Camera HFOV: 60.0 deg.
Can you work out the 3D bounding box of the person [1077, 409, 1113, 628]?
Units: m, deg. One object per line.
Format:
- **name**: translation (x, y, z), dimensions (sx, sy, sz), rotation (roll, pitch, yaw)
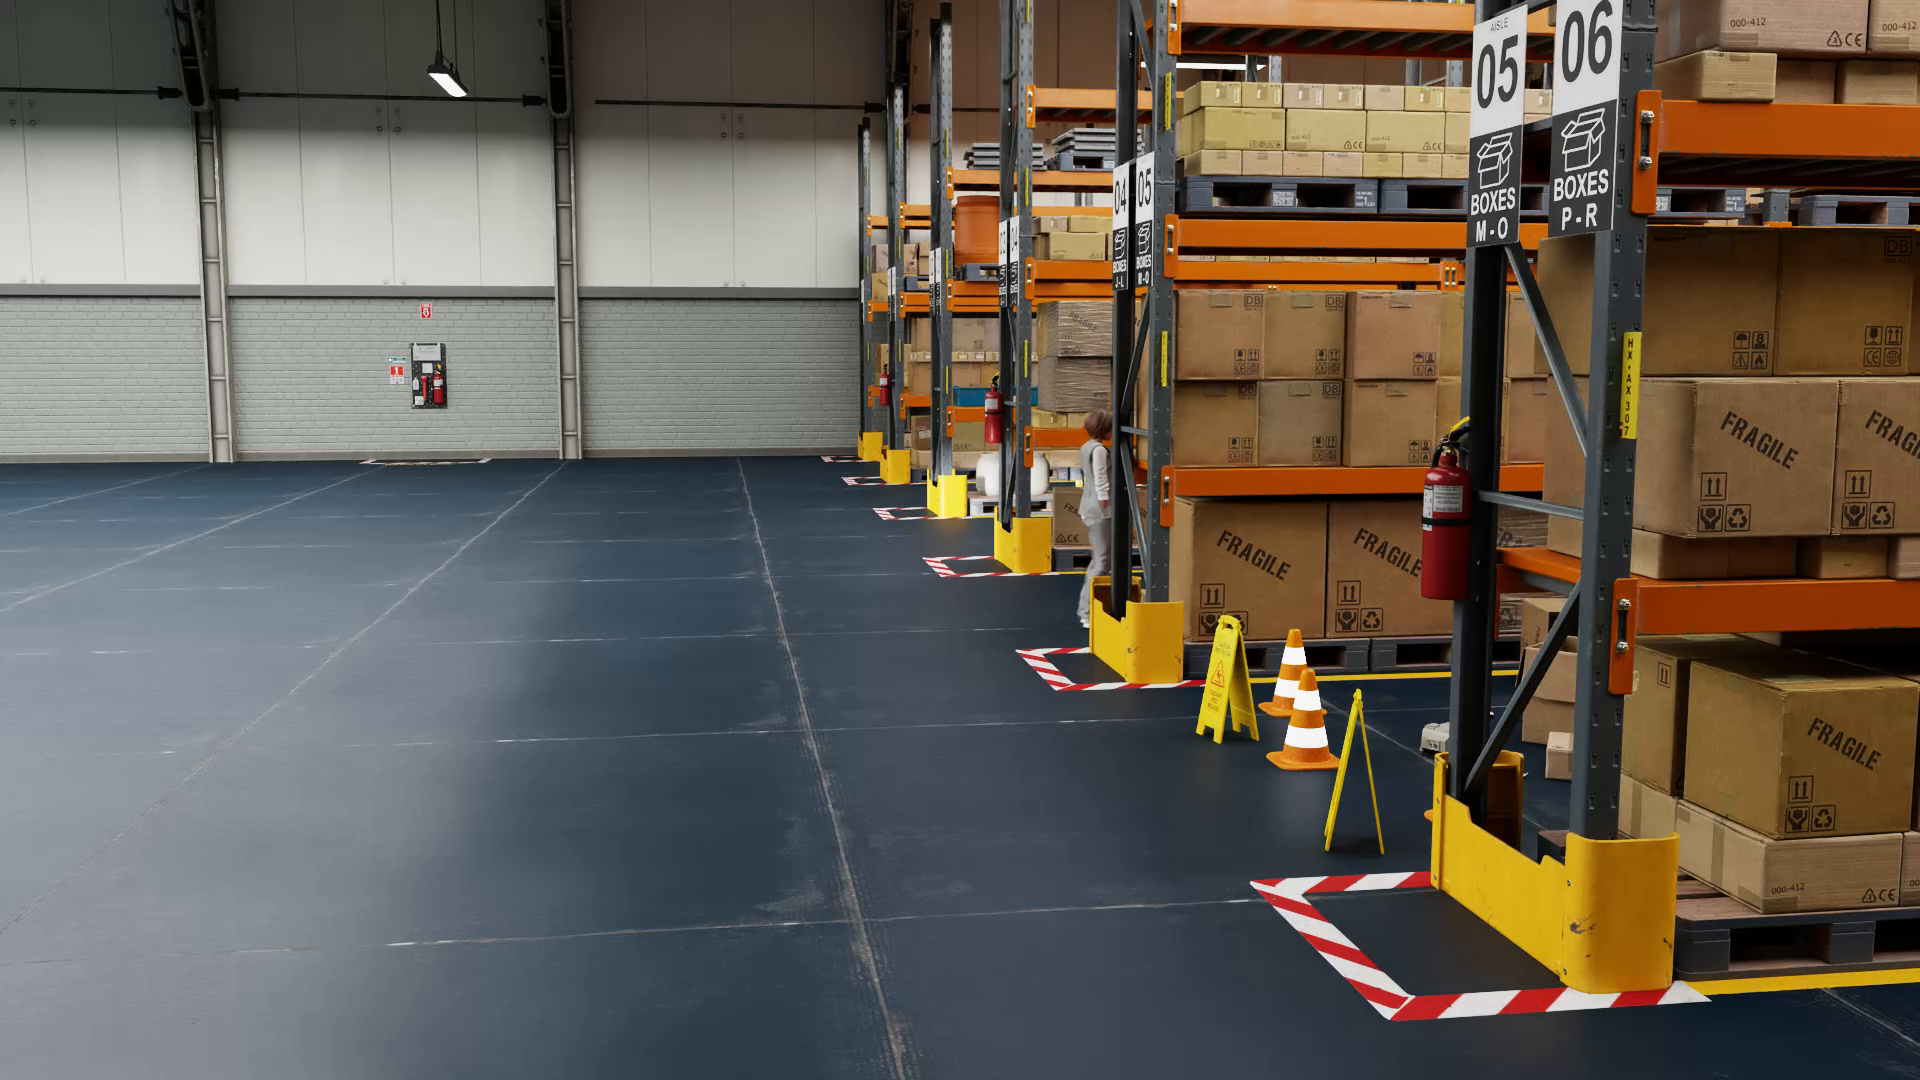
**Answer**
- **person**: translation (1.014, -0.155, 12.153), dimensions (0.307, 1.592, 0.407), rotation (-1, 7, -7)
